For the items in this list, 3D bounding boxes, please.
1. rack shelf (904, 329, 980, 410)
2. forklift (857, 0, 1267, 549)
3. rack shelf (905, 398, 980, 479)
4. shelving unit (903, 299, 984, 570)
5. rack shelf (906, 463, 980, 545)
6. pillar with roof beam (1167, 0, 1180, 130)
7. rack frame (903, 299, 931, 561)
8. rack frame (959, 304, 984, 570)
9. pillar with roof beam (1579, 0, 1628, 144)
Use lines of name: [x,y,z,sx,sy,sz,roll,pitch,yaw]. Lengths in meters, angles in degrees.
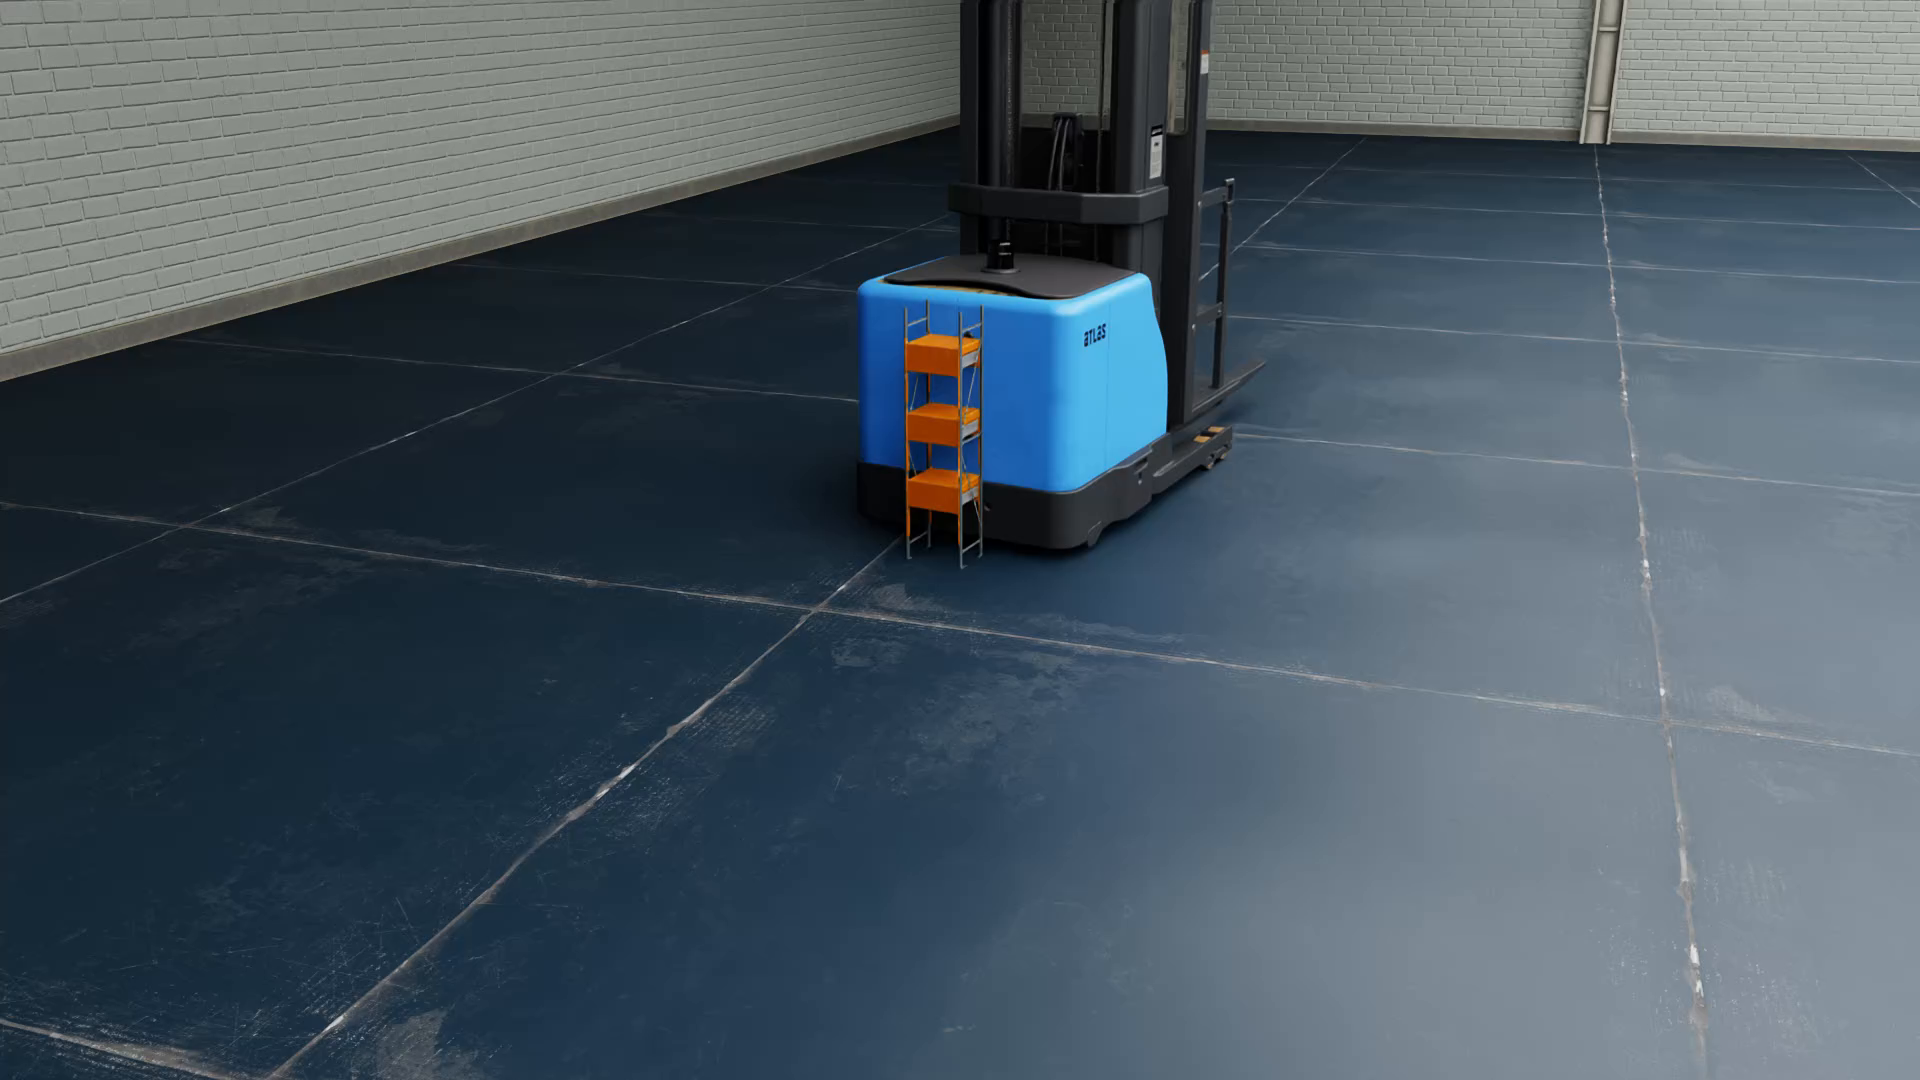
rack shelf: [-0.063,-0.679,6.599,0.240,0.259,0.215,10,21,26]
forklift: [0.696,-1.786,7.747,1.130,2.935,3.031,10,22,27]
rack shelf: [-0.063,-0.411,6.693,0.240,0.259,0.215,10,21,26]
shelving unit: [-0.063,-0.421,6.689,0.252,1.050,0.215,10,21,26]
rack shelf: [-0.063,-0.149,6.784,0.240,0.259,0.215,10,21,26]
pillar with roof beam: [1.502,-8.934,19.034,0.400,9.000,9.100,7,20,18]
rack frame: [-0.172,-0.440,6.742,0.008,1.050,0.200,10,21,26]
rack frame: [0.045,-0.403,6.636,0.008,1.050,0.200,10,21,26]
pillar with roof beam: [7.170,-8.285,17.174,0.400,9.000,9.100,7,20,18]
